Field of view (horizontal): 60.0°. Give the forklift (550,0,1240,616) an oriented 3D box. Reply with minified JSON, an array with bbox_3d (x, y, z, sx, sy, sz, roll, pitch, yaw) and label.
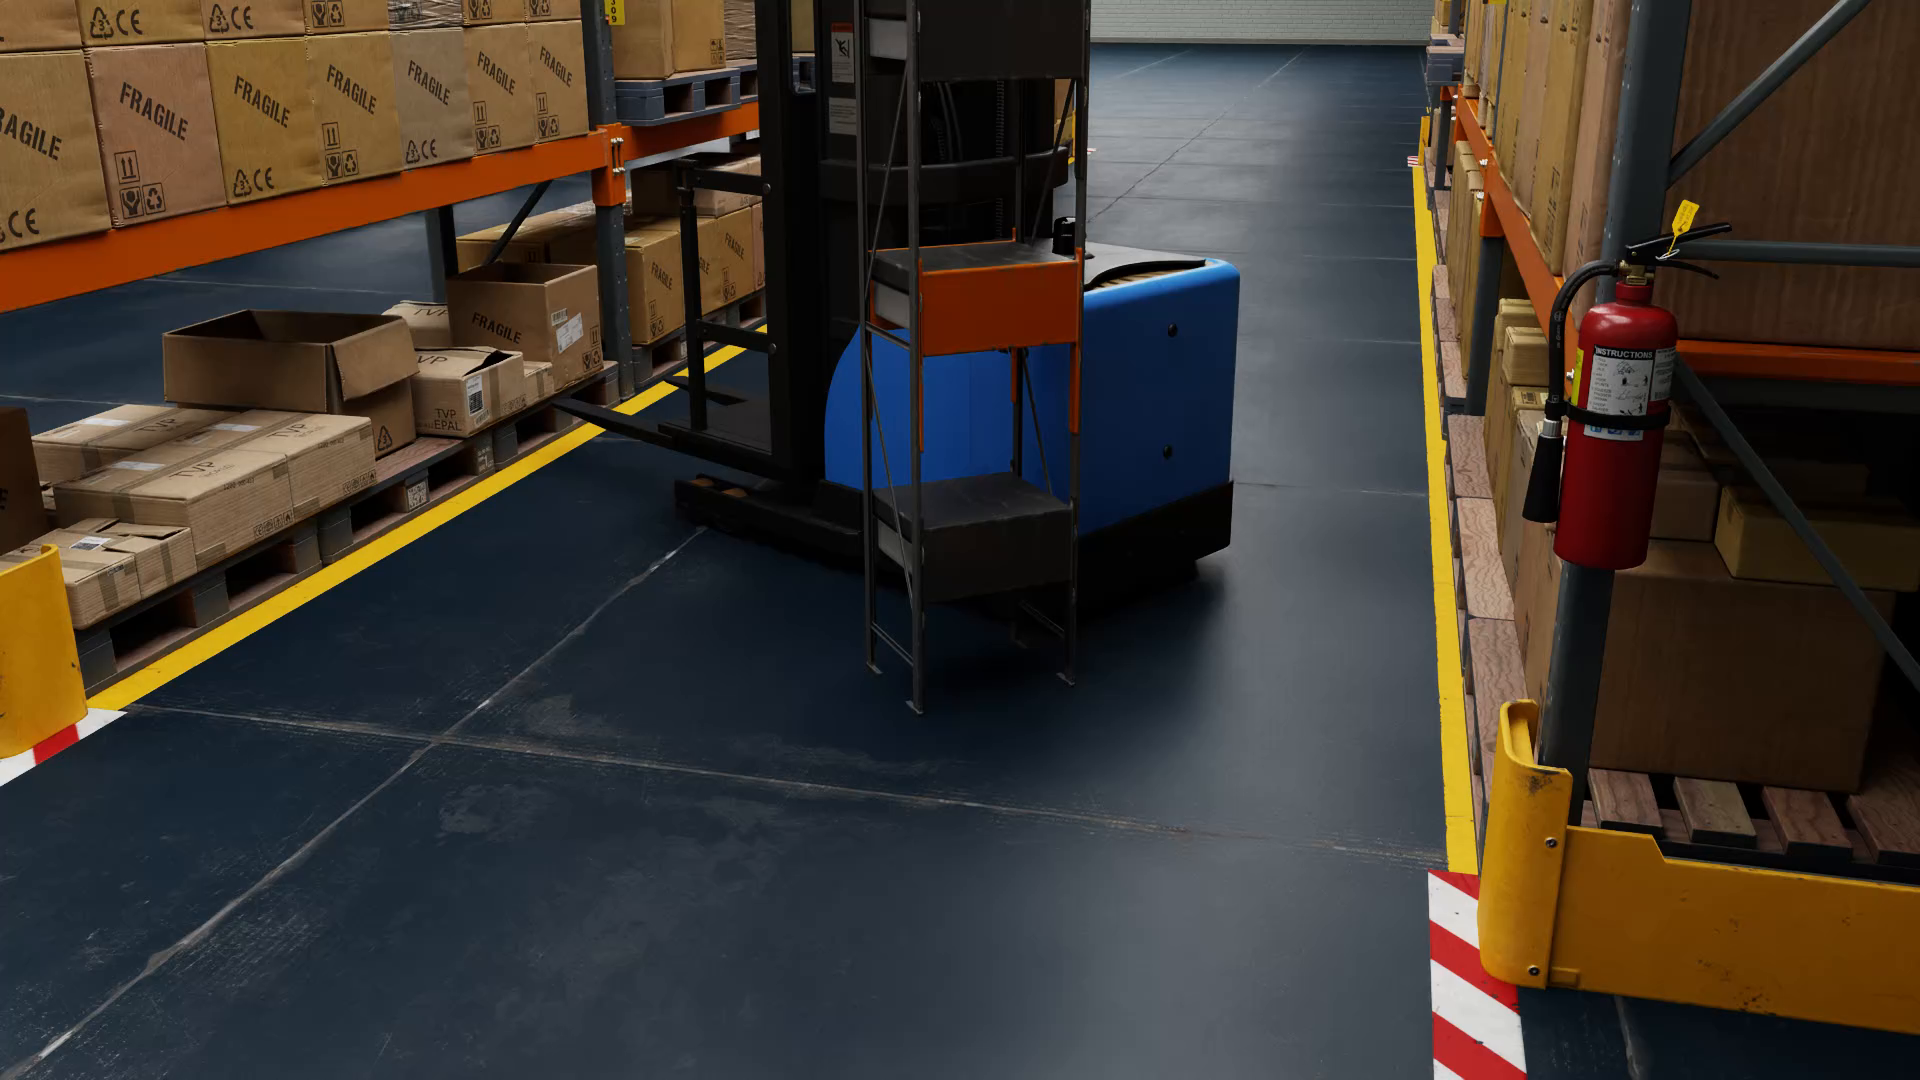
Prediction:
[{"bbox_3d":[-0.456,-1.524,6.116,3.031,2.935,1.130,17,25,40],"label":"forklift"}]

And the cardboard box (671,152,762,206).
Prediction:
[{"bbox_3d":[-1.396,-2.138,9.833,0.500,0.250,0.500,4,19,12],"label":"cardboard box"}]

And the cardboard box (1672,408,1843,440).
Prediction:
[{"bbox_3d":[2.133,-0.244,4.474,0.380,0.149,0.250,5,19,14],"label":"cardboard box"}]

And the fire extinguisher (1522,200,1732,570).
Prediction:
[{"bbox_3d":[1.226,-0.287,3.085,0.296,0.674,0.183,5,19,13],"label":"fire extinguisher"}]

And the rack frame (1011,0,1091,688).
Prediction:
[{"bbox_3d":[0.250,-0.617,4.746,0.015,2.100,0.400,-8,21,-23],"label":"rack frame"}]

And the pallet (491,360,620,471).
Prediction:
[{"bbox_3d":[-2.285,-0.620,7.677,1.003,0.211,1.213,5,19,13],"label":"pallet"}]

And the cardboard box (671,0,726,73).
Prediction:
[{"bbox_3d":[-1.677,-2.752,8.801,0.700,0.500,0.500,8,20,22],"label":"cardboard box"}]

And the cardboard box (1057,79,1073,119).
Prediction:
[{"bbox_3d":[0.973,-4.977,18.562,0.500,0.500,0.500,5,19,13],"label":"cardboard box"}]

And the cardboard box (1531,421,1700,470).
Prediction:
[{"bbox_3d":[1.701,-0.196,4.335,0.380,0.149,0.250,5,20,15],"label":"cardboard box"}]

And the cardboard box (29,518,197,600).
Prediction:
[{"bbox_3d":[-2.597,0.049,5.107,0.380,0.166,0.250,5,19,13],"label":"cardboard box"}]

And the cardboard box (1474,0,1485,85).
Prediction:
[{"bbox_3d":[2.919,-2.601,8.517,0.500,0.500,0.500,5,20,15],"label":"cardboard box"}]

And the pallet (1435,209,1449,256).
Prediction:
[{"bbox_3d":[4.158,-2.325,12.668,1.003,0.211,1.213,5,19,13],"label":"pallet"}]

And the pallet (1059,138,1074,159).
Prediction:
[{"bbox_3d":[0.669,-4.354,18.607,1.003,0.211,1.213,5,19,13],"label":"pallet"}]

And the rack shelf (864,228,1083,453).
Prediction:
[{"bbox_3d":[0.027,-0.572,4.655,0.480,0.518,0.431,-8,21,-23],"label":"rack shelf"}]

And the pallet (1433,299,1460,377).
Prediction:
[{"bbox_3d":[3.099,-1.077,9.013,1.003,0.211,1.213,5,19,13],"label":"pallet"}]

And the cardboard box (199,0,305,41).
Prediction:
[{"bbox_3d":[-2.482,-1.861,5.293,0.500,0.500,0.500,5,19,14],"label":"cardboard box"}]

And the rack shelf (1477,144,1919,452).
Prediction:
[{"bbox_3d":[2.199,-0.798,4.995,1.077,0.370,4.000,5,19,13],"label":"rack shelf"}]

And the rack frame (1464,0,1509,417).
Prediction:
[{"bbox_3d":[2.688,-1.765,6.714,1.000,3.000,0.127,5,19,13],"label":"rack frame"}]

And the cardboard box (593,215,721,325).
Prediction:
[{"bbox_3d":[-1.643,-1.481,9.069,0.500,0.500,0.500,5,19,14],"label":"cardboard box"}]

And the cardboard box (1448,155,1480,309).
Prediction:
[{"bbox_3d":[3.138,-1.706,9.217,0.750,0.750,0.750,5,19,13],"label":"cardboard box"}]

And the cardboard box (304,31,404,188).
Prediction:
[{"bbox_3d":[-2.360,-1.543,5.908,0.500,0.500,0.500,5,19,14],"label":"cardboard box"}]

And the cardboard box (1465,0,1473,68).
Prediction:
[{"bbox_3d":[3.298,-3.084,9.931,0.500,0.500,0.500,5,20,15],"label":"cardboard box"}]

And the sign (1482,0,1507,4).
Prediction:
[{"bbox_3d":[2.159,-2.315,6.656,0.100,0.325,0.005,5,19,13],"label":"sign"}]

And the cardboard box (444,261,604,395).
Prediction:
[{"bbox_3d":[-1.981,-0.979,7.601,0.500,0.500,0.500,5,19,13],"label":"cardboard box"}]

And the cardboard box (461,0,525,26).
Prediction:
[{"bbox_3d":[-2.112,-2.336,6.684,0.500,0.500,0.500,4,19,12],"label":"cardboard box"}]

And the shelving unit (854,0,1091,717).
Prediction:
[{"bbox_3d":[0.027,-0.584,4.650,0.503,2.100,0.431,-8,21,-23],"label":"shelving unit"}]

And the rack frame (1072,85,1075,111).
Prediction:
[{"bbox_3d":[0.815,-5.916,18.868,1.000,3.000,0.127,5,19,13],"label":"rack frame"}]

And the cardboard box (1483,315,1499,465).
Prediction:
[{"bbox_3d":[2.406,-0.554,6.388,0.700,0.500,0.500,5,19,14],"label":"cardboard box"}]

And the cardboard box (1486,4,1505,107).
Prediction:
[{"bbox_3d":[2.556,-2.127,7.129,0.500,0.500,0.500,4,19,13],"label":"cardboard box"}]

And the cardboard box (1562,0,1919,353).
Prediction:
[{"bbox_3d":[1.825,-0.814,3.465,0.980,0.700,0.700,6,20,16],"label":"cardboard box"}]

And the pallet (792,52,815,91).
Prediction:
[{"bbox_3d":[-1.237,-3.100,10.919,1.213,0.211,1.003,5,19,13],"label":"pallet"}]

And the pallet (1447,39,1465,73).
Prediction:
[{"bbox_3d":[4.109,-3.552,12.242,1.003,0.211,1.213,5,19,13],"label":"pallet"}]

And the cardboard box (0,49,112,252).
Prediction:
[{"bbox_3d":[-2.730,-1.067,4.516,0.500,0.500,0.500,5,20,15],"label":"cardboard box"}]

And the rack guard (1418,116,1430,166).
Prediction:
[{"bbox_3d":[5.601,-4.319,18.060,1.175,0.500,0.348,5,19,13],"label":"rack guard"}]

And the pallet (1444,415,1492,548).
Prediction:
[{"bbox_3d":[2.426,-0.213,6.485,1.003,0.211,1.213,5,19,13],"label":"pallet"}]

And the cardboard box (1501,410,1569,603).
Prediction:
[{"bbox_3d":[2.029,-0.069,4.966,0.700,0.500,0.500,4,19,12],"label":"cardboard box"}]

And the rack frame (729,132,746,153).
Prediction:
[{"bbox_3d":[-1.139,-3.409,11.527,1.000,3.000,0.127,5,19,13],"label":"rack frame"}]

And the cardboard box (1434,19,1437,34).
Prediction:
[{"bbox_3d":[4.949,-5.014,16.427,0.500,0.250,0.500,4,19,13],"label":"cardboard box"}]

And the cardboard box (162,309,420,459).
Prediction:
[{"bbox_3d":[-2.571,-0.593,6.463,0.797,0.503,0.637,5,19,13],"label":"cardboard box"}]

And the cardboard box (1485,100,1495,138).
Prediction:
[{"bbox_3d":[2.535,-1.865,7.364,0.380,0.149,0.250,5,19,14],"label":"cardboard box"}]

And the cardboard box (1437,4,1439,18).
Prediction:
[{"bbox_3d":[4.834,-5.215,15.857,0.500,0.500,0.500,5,20,15],"label":"cardboard box"}]

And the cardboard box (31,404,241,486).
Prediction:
[{"bbox_3d":[-2.939,-0.294,5.980,0.500,0.250,0.500,5,19,13],"label":"cardboard box"}]

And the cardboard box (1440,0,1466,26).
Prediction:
[{"bbox_3d":[4.458,-4.738,14.460,0.500,0.500,0.500,5,19,13],"label":"cardboard box"}]

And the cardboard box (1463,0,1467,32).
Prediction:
[{"bbox_3d":[4.485,-4.371,13.509,0.700,0.500,0.500,5,19,14],"label":"cardboard box"}]

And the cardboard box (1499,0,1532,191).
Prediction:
[{"bbox_3d":[2.356,-1.510,5.503,0.980,0.700,0.700,4,19,12],"label":"cardboard box"}]

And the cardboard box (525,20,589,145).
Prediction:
[{"bbox_3d":[-1.990,-2.025,7.322,0.500,0.500,0.500,5,19,14],"label":"cardboard box"}]

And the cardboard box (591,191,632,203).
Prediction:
[{"bbox_3d":[-1.900,-1.829,10.087,0.500,0.500,0.500,4,19,12],"label":"cardboard box"}]

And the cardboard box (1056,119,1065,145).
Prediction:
[{"bbox_3d":[0.860,-4.465,18.222,0.500,0.250,0.500,5,19,13],"label":"cardboard box"}]

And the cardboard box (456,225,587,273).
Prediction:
[{"bbox_3d":[-2.274,-1.358,8.708,0.500,0.500,0.500,5,19,13],"label":"cardboard box"}]

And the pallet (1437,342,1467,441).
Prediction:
[{"bbox_3d":[2.803,-0.693,7.890,1.003,0.211,1.213,5,19,13],"label":"pallet"}]
